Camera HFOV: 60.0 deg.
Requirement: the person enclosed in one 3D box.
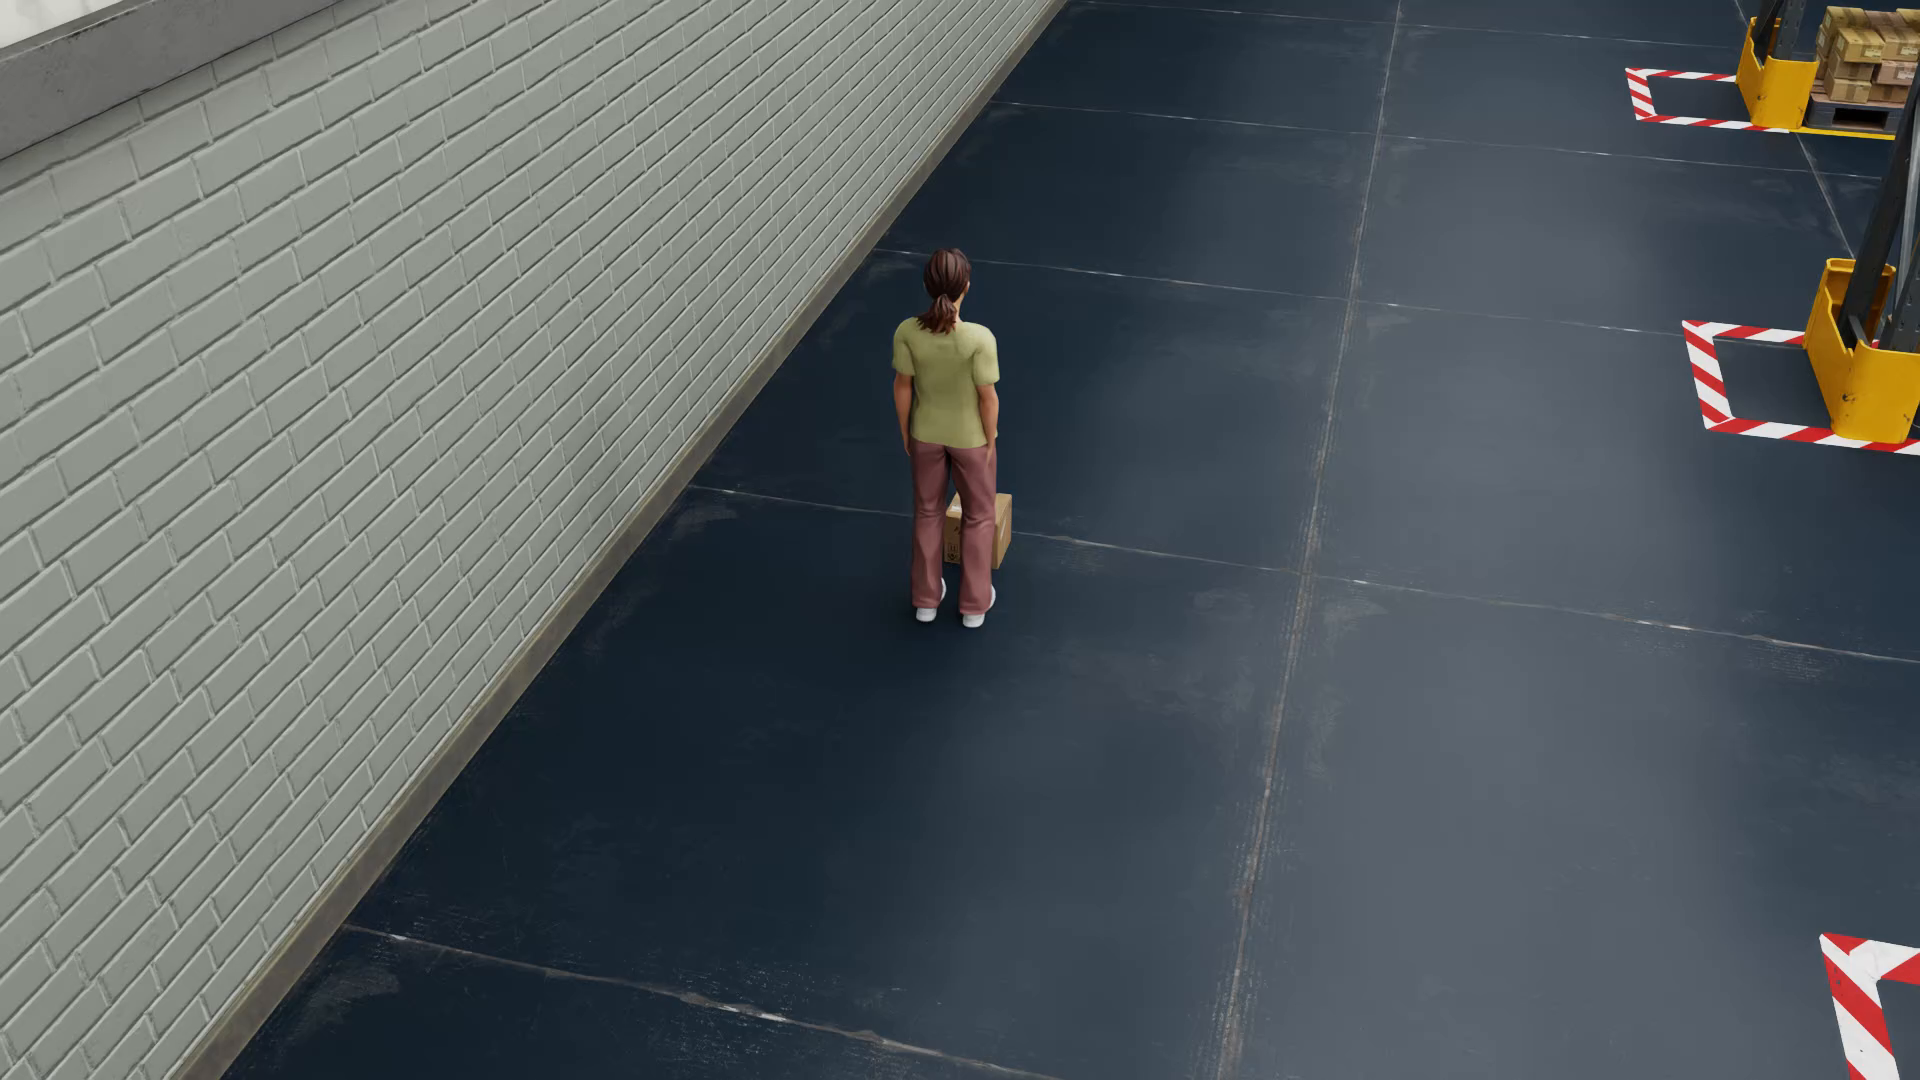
[{"bbox_3d":[-0.048,-0.400,6.764,0.441,1.670,0.367,9,34,13],"label":"person"}]
